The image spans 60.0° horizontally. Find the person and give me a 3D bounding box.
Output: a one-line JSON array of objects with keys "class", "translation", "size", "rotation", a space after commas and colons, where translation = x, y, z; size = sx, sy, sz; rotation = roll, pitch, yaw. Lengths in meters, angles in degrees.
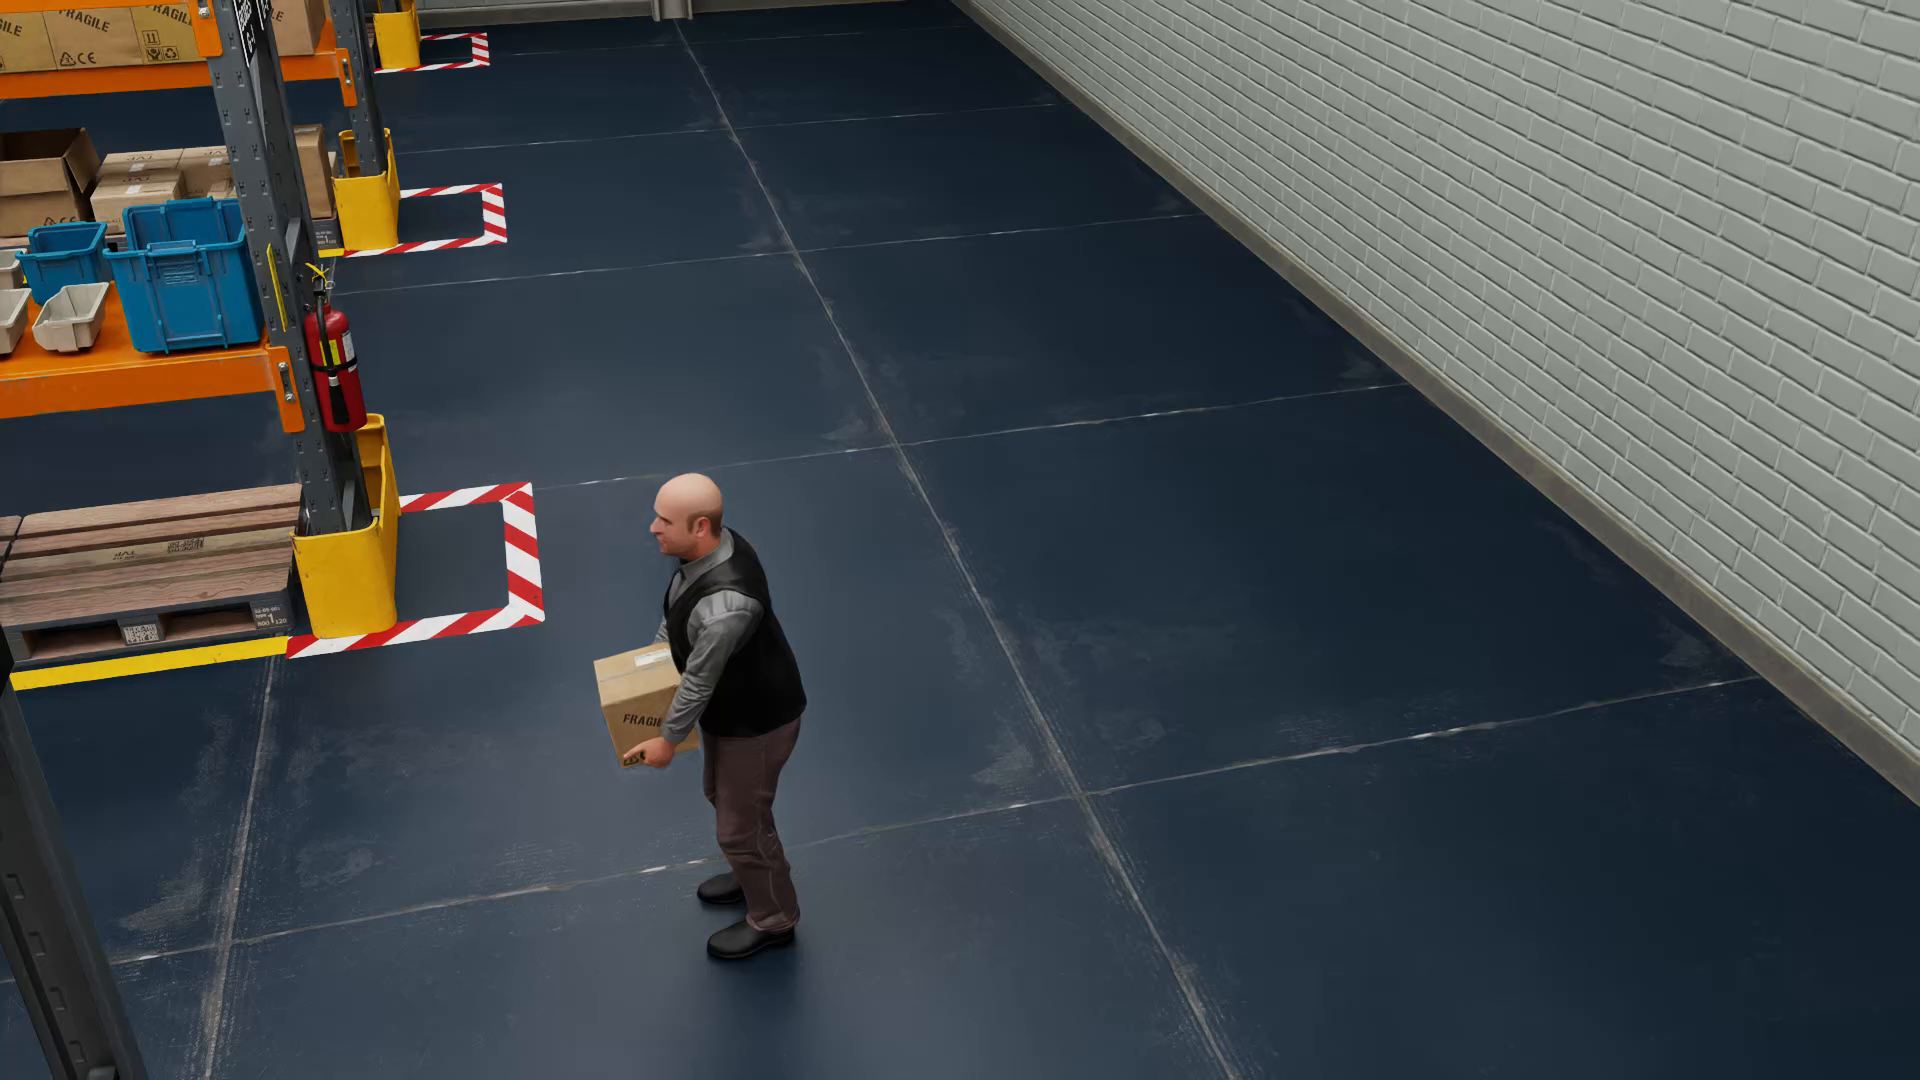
[{"class": "person", "translation": [-0.773, 0.555, 5.202], "size": [0.563, 1.720, 0.494], "rotation": [-8, 31, -14]}]
